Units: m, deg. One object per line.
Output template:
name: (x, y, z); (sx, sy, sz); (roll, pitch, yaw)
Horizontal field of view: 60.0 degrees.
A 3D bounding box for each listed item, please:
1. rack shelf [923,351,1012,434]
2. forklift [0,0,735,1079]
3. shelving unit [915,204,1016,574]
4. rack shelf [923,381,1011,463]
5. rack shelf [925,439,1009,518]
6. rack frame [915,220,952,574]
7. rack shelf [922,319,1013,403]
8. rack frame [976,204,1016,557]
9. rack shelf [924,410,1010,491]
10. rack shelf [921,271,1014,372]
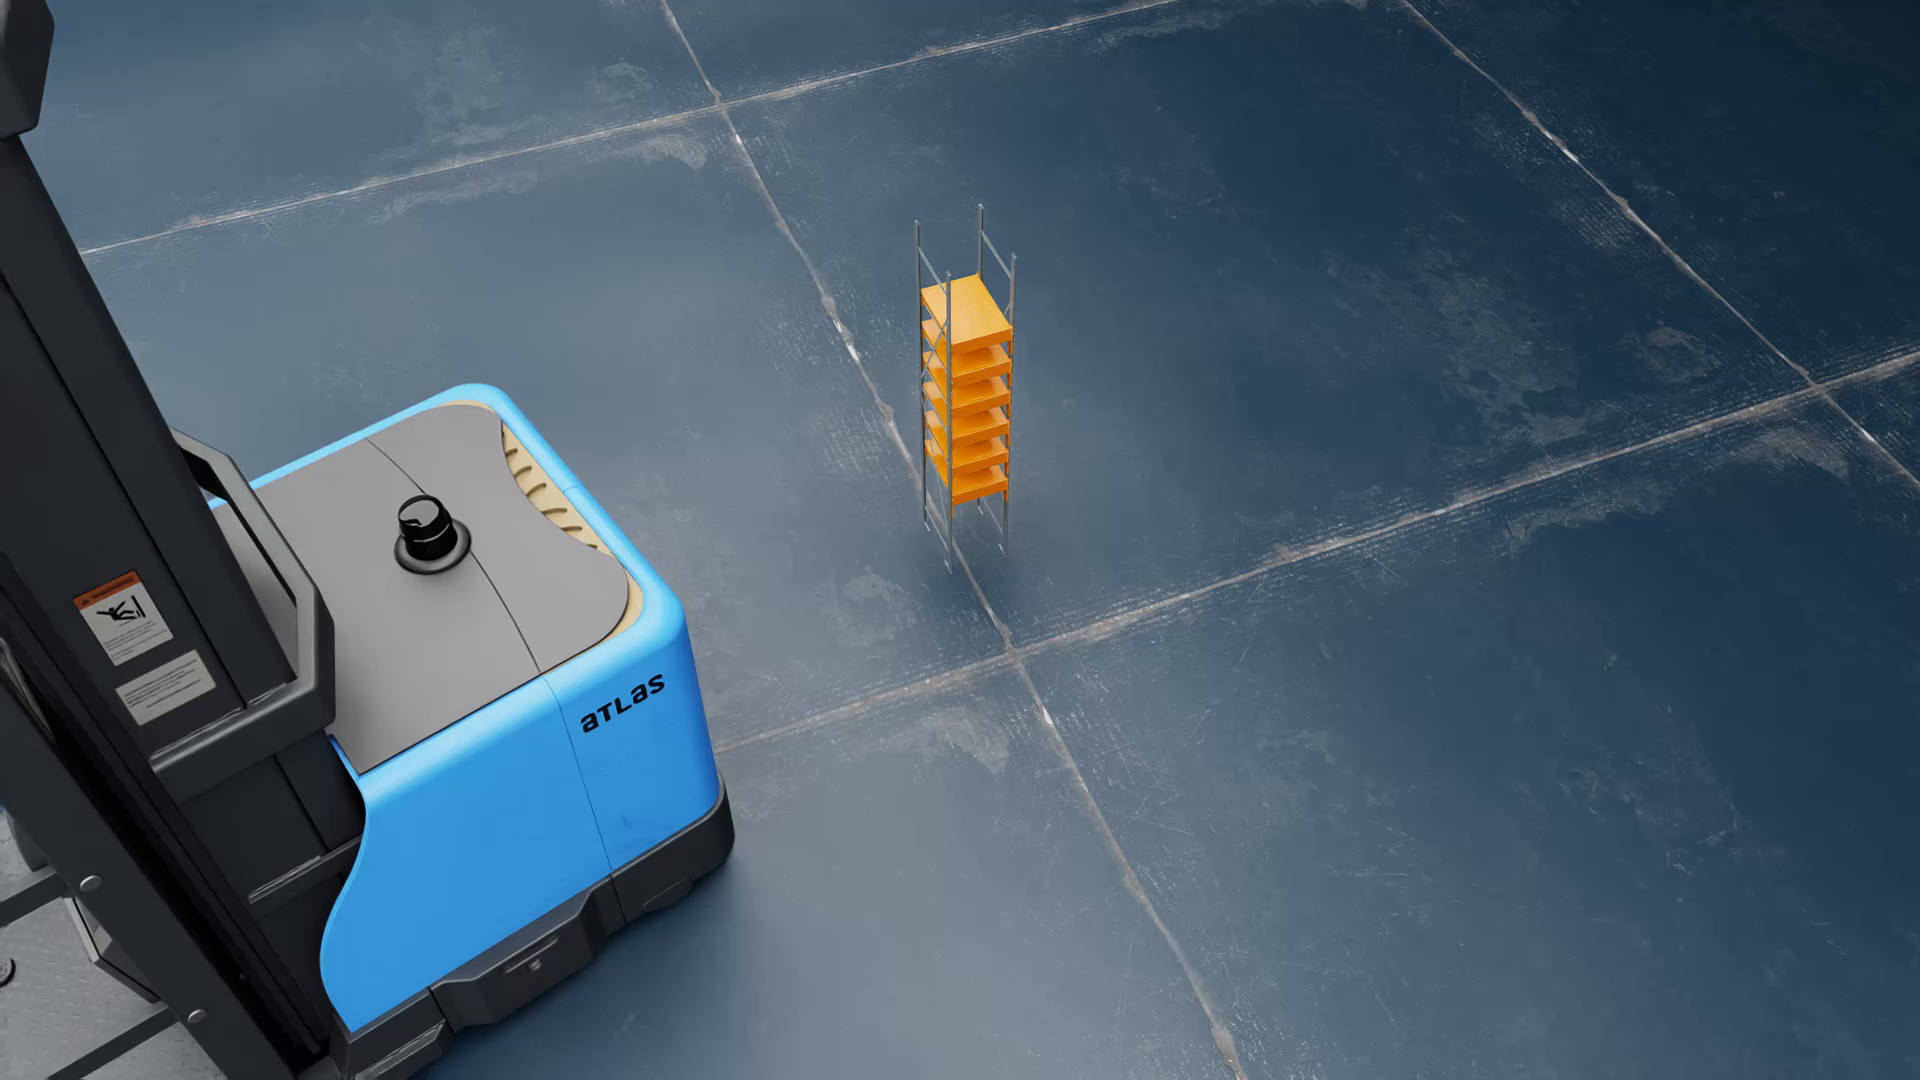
rack shelf: (0.013, -0.444, 4.741); (0.180, 0.103, 0.258); (-17, 52, -14)
forklift: (-2.083, 0.295, 3.065); (3.031, 2.935, 1.130); (-30, 56, -23)
shelving unit: (0.013, -0.395, 4.798); (0.189, 1.200, 0.258); (-17, 52, -14)
rack shelf: (0.013, -0.366, 4.832); (0.180, 0.103, 0.258); (-17, 52, -14)
rack shelf: (0.013, -0.210, 5.014); (0.180, 0.103, 0.258); (-17, 52, -14)
rack frame: (-0.071, -0.369, 4.776); (0.006, 1.200, 0.240); (-17, 52, -14)
rack shelf: (0.013, -0.522, 4.650); (0.180, 0.103, 0.258); (-17, 52, -14)
rack frame: (0.098, -0.421, 4.821); (0.006, 1.200, 0.240); (-17, 52, -14)
rack shelf: (0.013, -0.288, 4.923); (0.180, 0.103, 0.258); (-17, 52, -14)
rack shelf: (0.013, -0.601, 4.559); (0.180, 0.103, 0.258); (-17, 52, -14)
